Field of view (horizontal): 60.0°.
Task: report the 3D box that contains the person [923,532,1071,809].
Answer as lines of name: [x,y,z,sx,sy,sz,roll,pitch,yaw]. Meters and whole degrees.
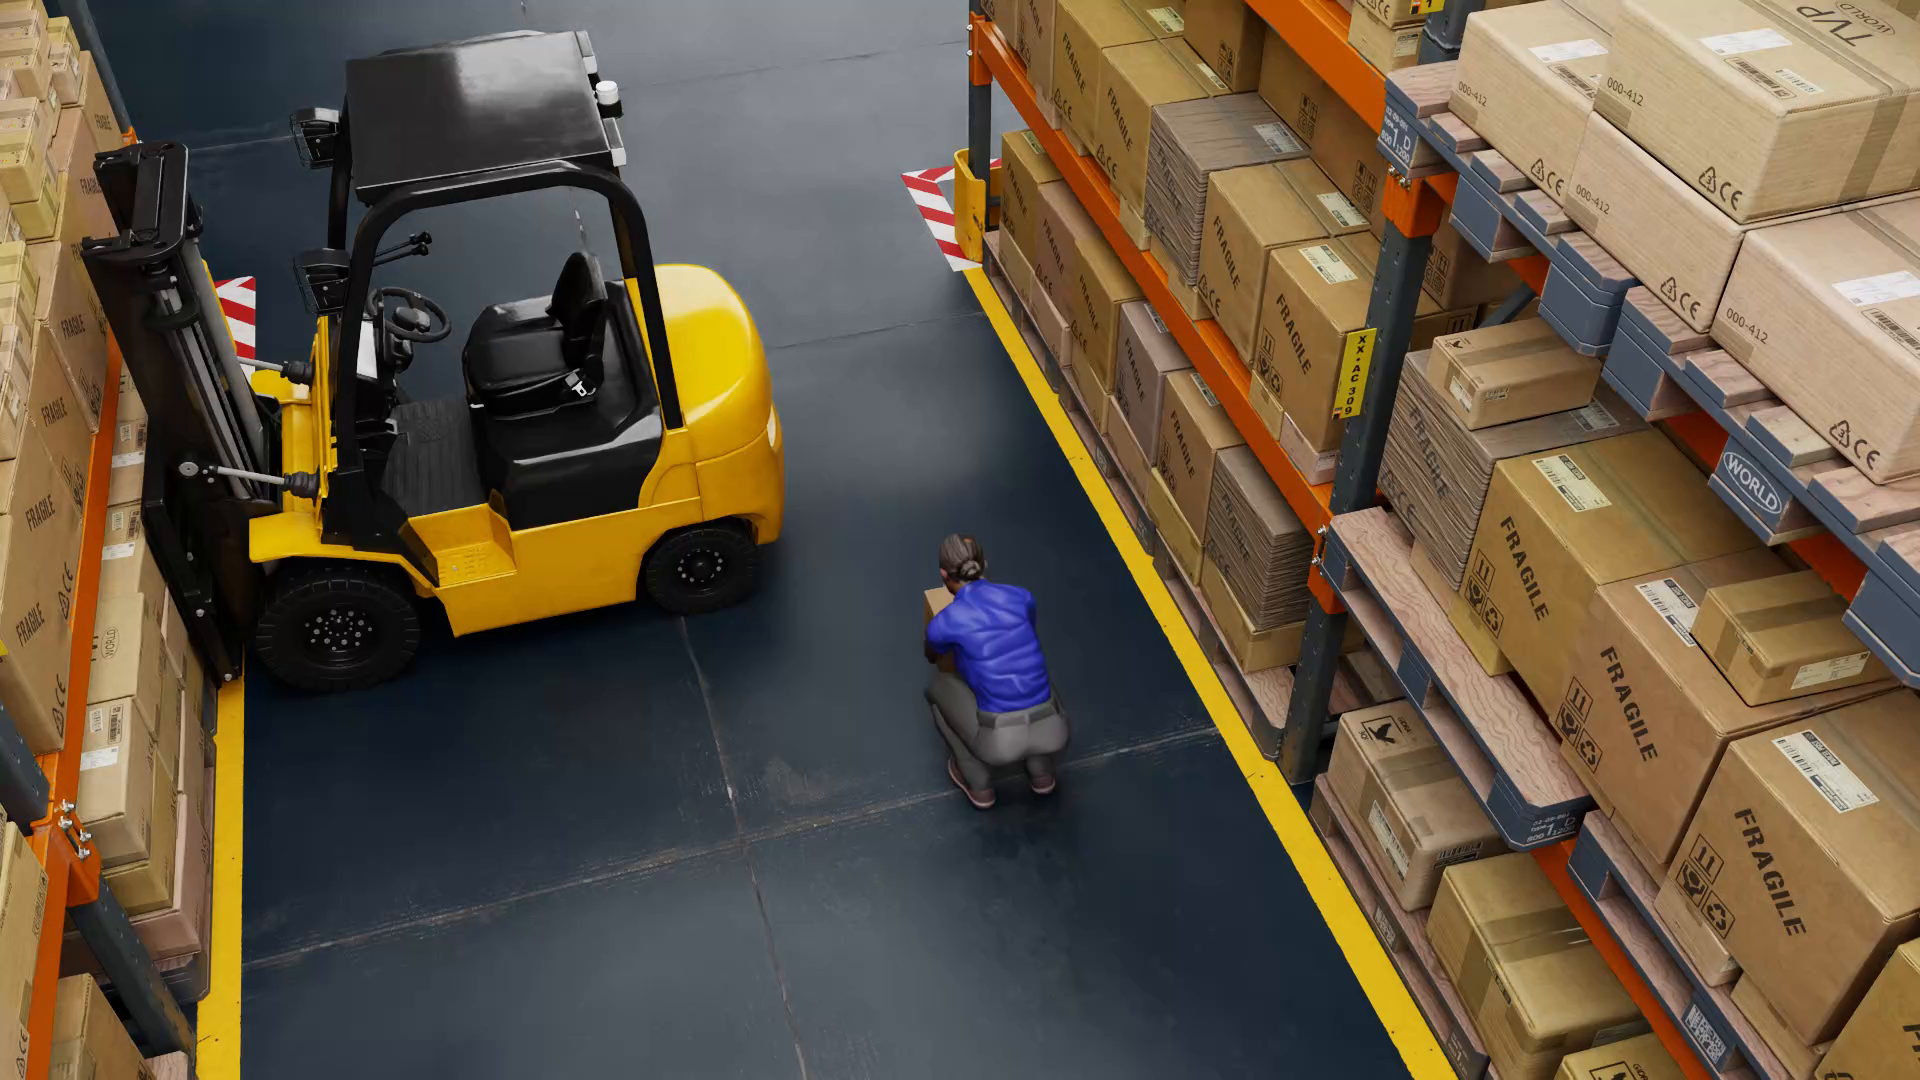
person: [0.112,0.464,6.205,0.470,0.937,0.843,-13,44,-13]
